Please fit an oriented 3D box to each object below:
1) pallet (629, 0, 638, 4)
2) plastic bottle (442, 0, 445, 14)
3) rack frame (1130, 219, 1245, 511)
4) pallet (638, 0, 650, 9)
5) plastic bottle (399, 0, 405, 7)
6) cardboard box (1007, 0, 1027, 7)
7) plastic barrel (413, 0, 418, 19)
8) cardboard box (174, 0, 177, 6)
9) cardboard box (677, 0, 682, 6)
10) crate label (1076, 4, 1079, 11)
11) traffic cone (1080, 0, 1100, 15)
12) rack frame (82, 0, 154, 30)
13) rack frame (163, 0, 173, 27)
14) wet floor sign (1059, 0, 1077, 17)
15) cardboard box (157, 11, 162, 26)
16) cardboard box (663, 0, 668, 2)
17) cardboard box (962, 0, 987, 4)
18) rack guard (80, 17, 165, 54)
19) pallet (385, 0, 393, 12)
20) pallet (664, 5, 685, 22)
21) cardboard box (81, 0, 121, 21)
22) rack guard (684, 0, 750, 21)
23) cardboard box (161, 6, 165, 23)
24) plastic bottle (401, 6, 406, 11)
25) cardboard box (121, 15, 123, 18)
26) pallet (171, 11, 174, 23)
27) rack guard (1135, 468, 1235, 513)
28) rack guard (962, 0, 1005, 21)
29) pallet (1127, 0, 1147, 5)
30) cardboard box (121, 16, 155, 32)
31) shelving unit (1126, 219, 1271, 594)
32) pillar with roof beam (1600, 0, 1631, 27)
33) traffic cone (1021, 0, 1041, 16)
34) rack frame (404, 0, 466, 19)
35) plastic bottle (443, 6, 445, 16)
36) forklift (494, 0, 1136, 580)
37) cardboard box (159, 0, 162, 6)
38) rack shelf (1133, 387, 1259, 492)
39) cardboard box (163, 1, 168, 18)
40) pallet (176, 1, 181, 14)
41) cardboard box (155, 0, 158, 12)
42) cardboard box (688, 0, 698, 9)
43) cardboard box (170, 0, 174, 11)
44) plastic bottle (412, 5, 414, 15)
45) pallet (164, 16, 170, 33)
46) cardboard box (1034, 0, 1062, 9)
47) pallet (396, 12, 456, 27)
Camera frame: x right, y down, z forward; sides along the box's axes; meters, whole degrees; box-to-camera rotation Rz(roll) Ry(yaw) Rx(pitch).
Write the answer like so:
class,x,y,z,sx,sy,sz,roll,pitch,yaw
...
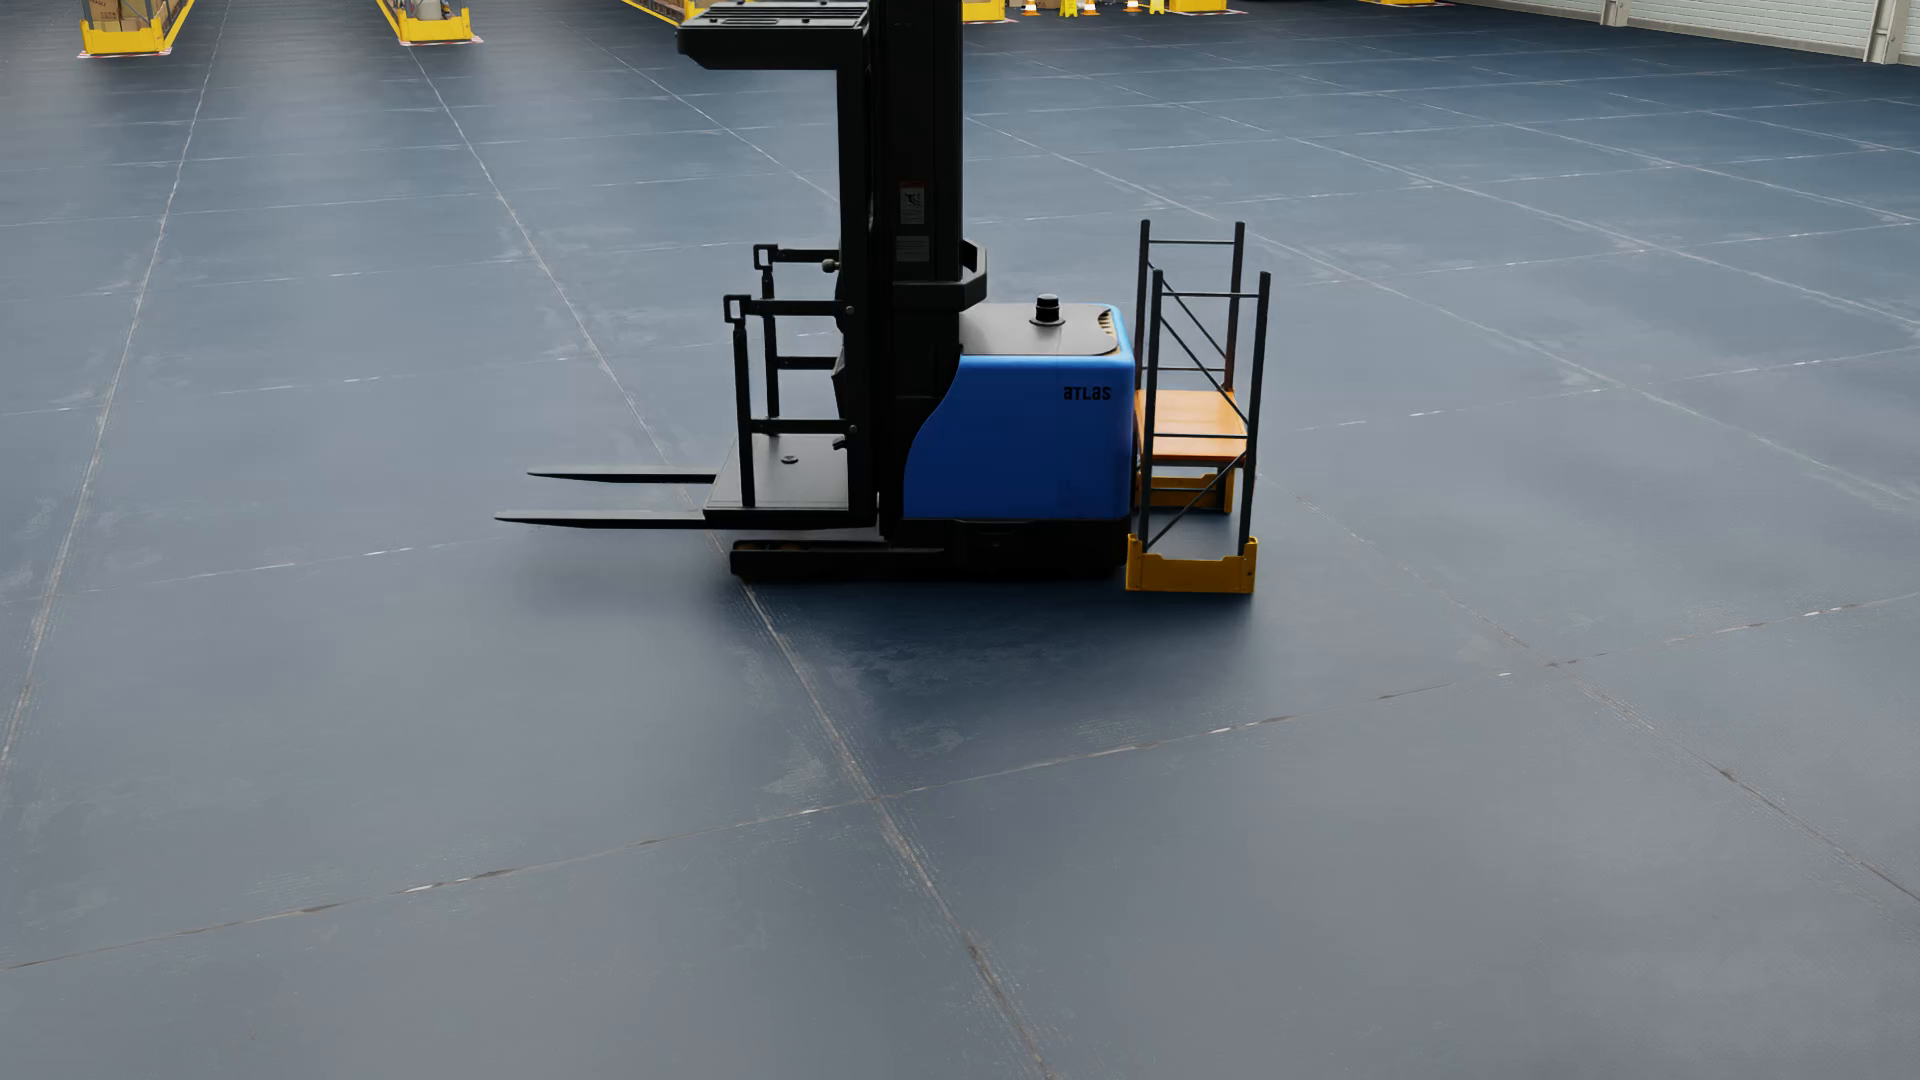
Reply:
class,x,y,z,sx,sy,sz,roll,pitch,yaw
pallet,-6.537,-11.658,35.637,1.003,0.211,1.213,-8,24,-19
plastic bottle,-9.516,-9.855,30.715,0.097,0.271,0.097,0,23,0
rack frame,1.120,-0.855,8.339,0.500,1.500,0.032,2,23,2
pallet,-6.102,-11.214,34.584,1.003,0.211,1.213,-8,24,-19
plastic bottle,-10.168,-9.733,30.421,0.152,0.276,0.135,-8,24,-19
cardboard box,1.181,-11.228,34.548,0.396,0.266,0.258,-4,23,-10
plastic barrel,-9.527,-9.541,29.687,0.421,0.512,0.421,0,23,0
cardboard box,-15.549,-10.524,32.356,0.500,0.250,0.500,-8,24,-18
cardboard box,-5.219,-10.685,32.417,0.500,0.500,0.500,-11,25,-24
crate label,2.246,-10.784,33.659,0.298,0.136,0.250,18,29,36
traffic cone,2.581,-10.657,32.938,0.336,0.463,0.334,-8,24,-19
rack frame,-13.681,-9.405,26.702,1.000,3.000,0.127,-8,24,-19
rack frame,-15.094,-10.858,30.150,1.000,3.000,0.127,-8,24,-19
wet floor sign,2.126,-10.583,32.528,0.267,0.644,0.232,-13,26,-28
cardboard box,-14.019,-8.920,28.550,0.500,0.250,0.500,-8,24,-19
cardboard box,-5.722,-11.107,33.418,0.500,0.500,0.500,-9,25,-21
cardboard box,-0.038,-10.858,32.345,0.875,0.875,0.875,-8,24,-19
rack guard,-13.673,-8.244,27.167,1.175,0.500,0.348,-8,24,-19
pallet,-11.208,-10.976,34.019,1.003,0.211,1.213,-8,24,-19
pallet,-5.120,-10.248,32.292,1.003,0.211,1.213,-8,24,-19
cardboard box,-14.149,-8.831,27.374,0.500,0.500,0.500,-8,24,-19
rack guard,-4.439,-9.638,30.474,1.175,0.500,0.348,-8,24,-19
cardboard box,-14.368,-9.283,29.413,0.500,0.250,0.500,-8,24,-19
plastic bottle,-10.105,-9.604,30.210,0.097,0.201,0.097,0,23,0
cardboard box,-14.335,-8.666,27.947,0.500,0.250,0.500,-8,24,-19
pallet,-15.391,-9.836,31.314,1.003,0.211,1.213,-8,24,-19
rack guard,1.115,-0.278,8.581,0.587,0.250,0.087,2,23,2
rack guard,0.272,-10.246,31.916,1.175,0.500,0.348,-8,24,-19
pallet,4.151,-11.608,35.518,1.003,0.211,1.213,-8,24,-19
cardboard box,-13.663,-8.557,27.689,0.500,0.250,0.500,-8,24,-19
shelving unit,1.096,-0.661,7.880,0.587,1.500,1.083,2,23,2
pillar with roof beam,8.190,-13.175,27.923,9.100,9.000,0.400,-8,24,-19
traffic cone,1.404,-10.625,32.864,0.336,0.463,0.334,-8,24,-19
rack frame,-9.046,-10.083,28.311,1.000,3.000,0.127,-8,24,-19
plastic bottle,-9.432,-9.735,30.523,0.097,0.201,0.097,0,23,0
forklift,-0.704,-1.369,7.724,3.031,2.935,1.130,0,23,1
cardboard box,-14.380,-9.627,29.264,0.500,0.500,0.500,-8,24,-19
rack shelf,1.093,-0.492,7.941,0.538,0.185,1.000,2,23,2
cardboard box,-14.726,-9.646,30.274,0.500,0.250,0.500,-8,24,-19
pallet,-16.253,-10.722,33.418,1.003,0.211,1.213,-8,24,-19
cardboard box,-14.030,-9.264,28.401,0.500,0.500,0.500,-8,24,-19
cardboard box,-4.861,-10.246,31.375,0.500,0.500,0.500,-2,23,-5
cardboard box,-15.184,-10.151,31.472,0.500,0.250,0.500,-8,24,-18
plastic bottle,-10.107,-9.773,30.612,0.097,0.201,0.097,0,23,0
pallet,-14.853,-9.279,29.992,1.003,0.211,1.213,-8,24,-19
cardboard box,1.870,-11.263,34.324,0.637,0.503,0.797,12,26,27
pallet,-9.826,-9.558,30.655,1.003,0.211,1.213,-8,24,-19
